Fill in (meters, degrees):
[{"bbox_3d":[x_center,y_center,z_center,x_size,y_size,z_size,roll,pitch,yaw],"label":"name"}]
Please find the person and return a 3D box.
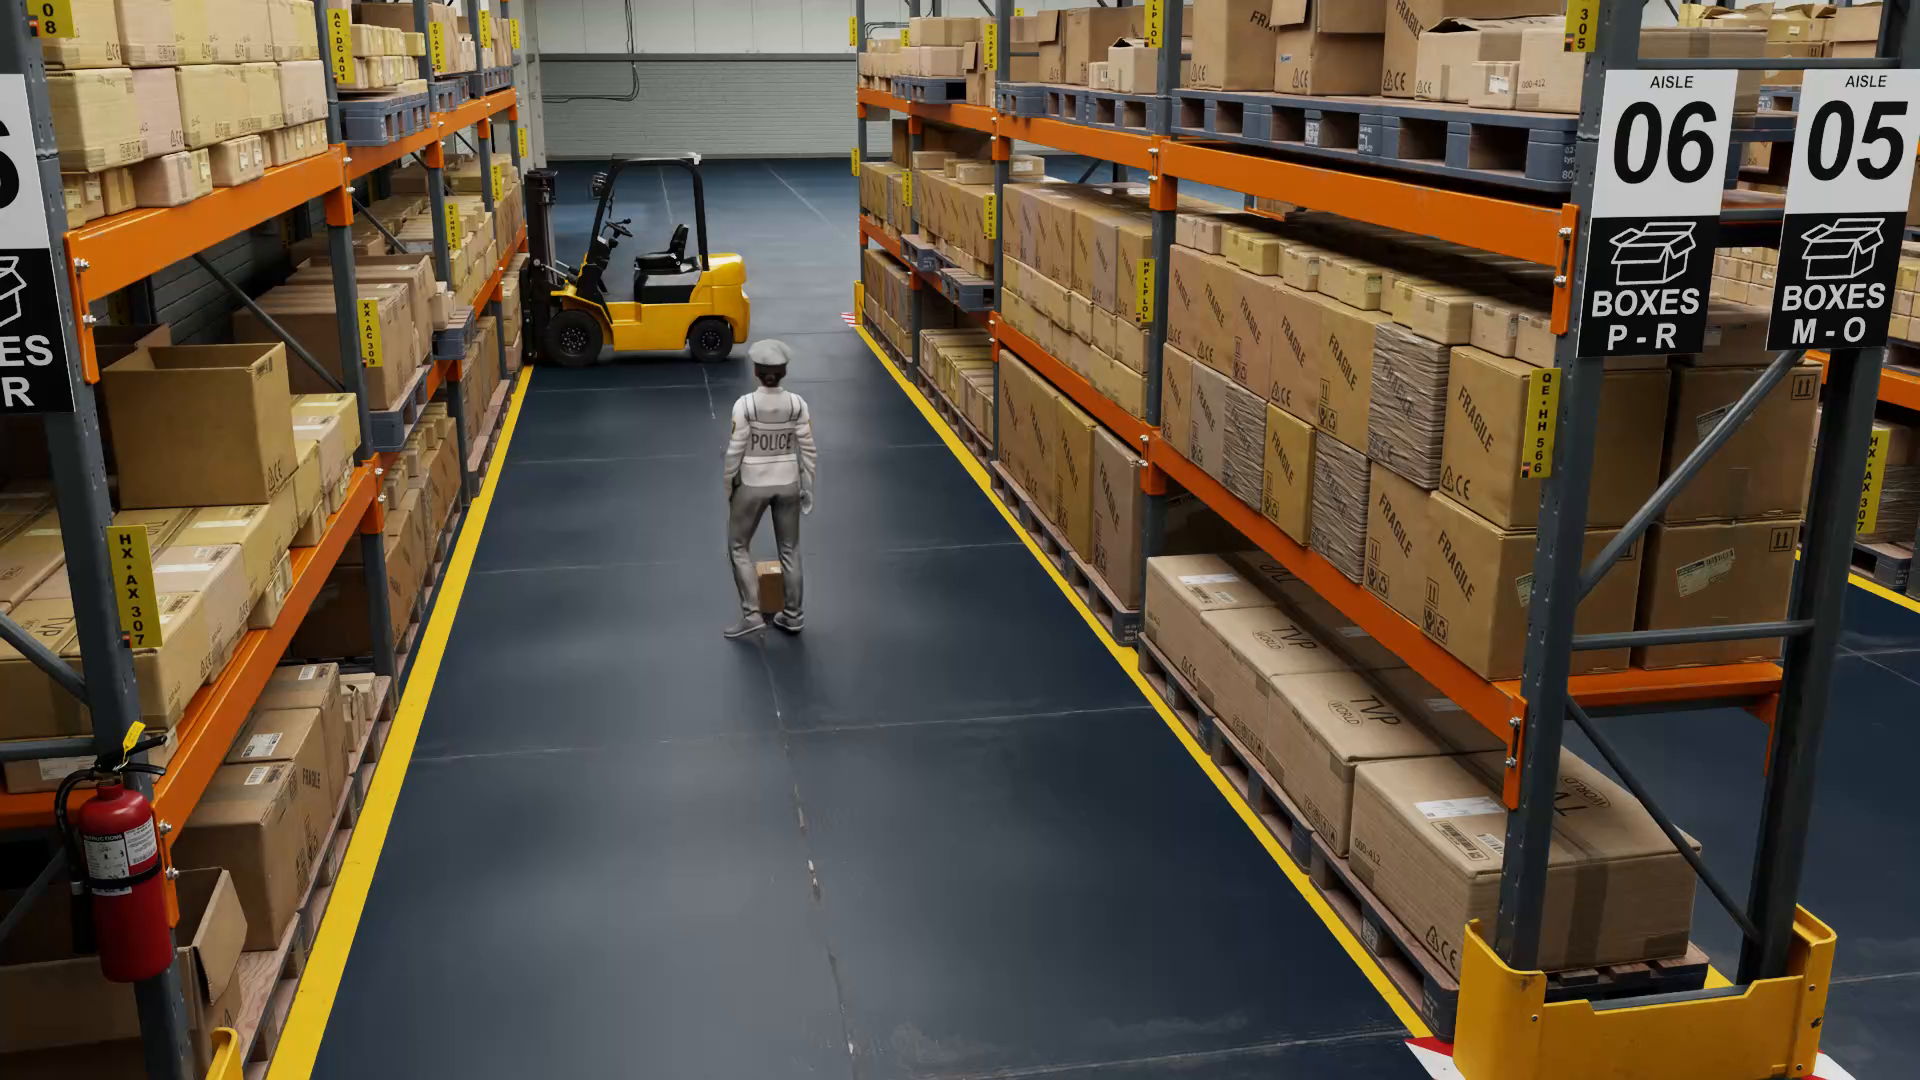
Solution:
[{"bbox_3d":[-1.087,-0.268,9.390,0.467,1.692,0.346,-3,17,-9],"label":"person"}]
